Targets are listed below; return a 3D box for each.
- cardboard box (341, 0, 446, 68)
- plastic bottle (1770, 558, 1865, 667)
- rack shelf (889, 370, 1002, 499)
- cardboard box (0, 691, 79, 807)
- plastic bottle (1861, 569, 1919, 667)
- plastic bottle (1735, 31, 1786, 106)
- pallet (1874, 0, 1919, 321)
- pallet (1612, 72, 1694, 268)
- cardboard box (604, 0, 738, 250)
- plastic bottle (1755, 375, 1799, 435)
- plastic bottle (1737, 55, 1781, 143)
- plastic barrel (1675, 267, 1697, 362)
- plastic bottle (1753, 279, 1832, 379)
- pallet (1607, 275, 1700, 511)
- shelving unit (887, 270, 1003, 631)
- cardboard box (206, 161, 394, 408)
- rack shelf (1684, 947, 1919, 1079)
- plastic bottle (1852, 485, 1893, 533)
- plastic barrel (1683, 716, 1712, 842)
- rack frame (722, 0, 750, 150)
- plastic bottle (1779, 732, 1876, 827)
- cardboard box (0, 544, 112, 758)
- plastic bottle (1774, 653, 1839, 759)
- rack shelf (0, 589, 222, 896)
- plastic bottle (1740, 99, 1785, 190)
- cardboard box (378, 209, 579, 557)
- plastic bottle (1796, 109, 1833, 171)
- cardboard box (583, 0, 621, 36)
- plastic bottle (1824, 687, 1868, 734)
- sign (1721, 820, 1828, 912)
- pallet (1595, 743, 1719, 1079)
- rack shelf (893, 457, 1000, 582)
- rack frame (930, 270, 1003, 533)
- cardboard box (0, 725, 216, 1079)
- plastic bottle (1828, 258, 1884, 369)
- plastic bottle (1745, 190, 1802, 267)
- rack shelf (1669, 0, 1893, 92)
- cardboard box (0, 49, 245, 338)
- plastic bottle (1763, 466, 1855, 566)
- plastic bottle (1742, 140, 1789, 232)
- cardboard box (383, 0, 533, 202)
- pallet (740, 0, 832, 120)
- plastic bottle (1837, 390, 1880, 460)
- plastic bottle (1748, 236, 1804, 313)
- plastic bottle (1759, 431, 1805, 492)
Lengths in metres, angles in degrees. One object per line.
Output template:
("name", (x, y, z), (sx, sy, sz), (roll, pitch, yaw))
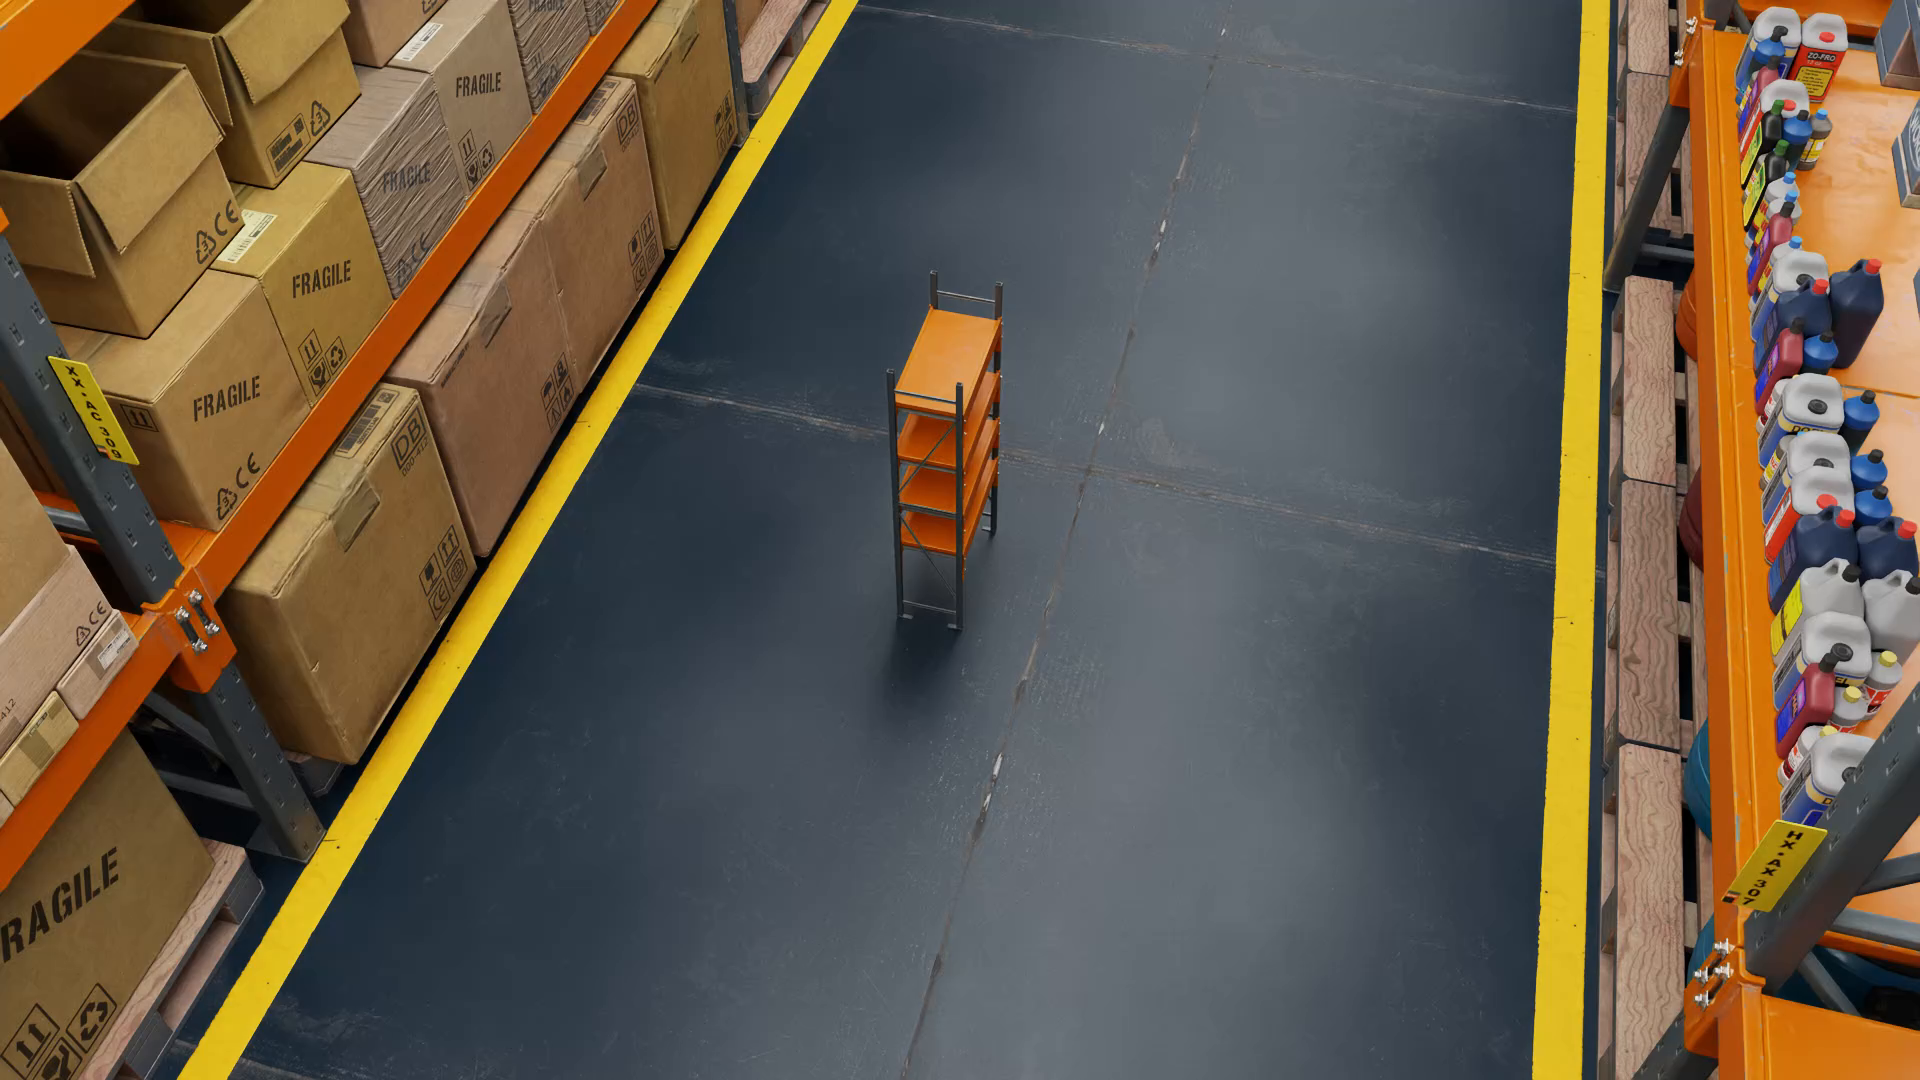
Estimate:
("cardboard box", (-2.055, -1.870, 5.164), (0.797, 0.503, 0.637), (13, 50, 11))
("plastic bottle", (2.149, 0.170, 4.132), (0.144, 0.351, 0.185), (12, 50, 10))
("rack shelf", (-0.044, -0.381, 5.577), (0.258, 0.148, 0.480), (12, 50, 10))
("cardboard box", (-2.388, 0.461, 4.010), (0.380, 0.149, 0.250), (12, 50, 11))
("plastic bottle", (2.288, 0.199, 4.107), (0.144, 0.351, 0.185), (12, 50, 10))
("plastic bottle", (2.793, -1.640, 5.782), (0.097, 0.271, 0.097), (0, 49, 0))
("pallet", (2.335, -0.633, 2.933), (1.213, 0.211, 1.003), (12, 50, 10))
("pallet", (3.517, -1.640, 7.557), (1.003, 0.211, 1.213), (12, 50, 10))
("cardboard box", (-1.705, -1.928, 7.088), (1.225, 0.875, 0.875), (9, 49, 8))
("plastic bottle", (2.344, -0.383, 4.720), (0.097, 0.201, 0.097), (0, 49, 0))
("plastic bottle", (2.719, -1.493, 5.645), (0.061, 0.283, 0.133), (12, 50, 10))
("plastic barrel", (3.163, -1.074, 6.364), (0.600, 0.830, 0.708), (12, 50, 10))
("plastic bottle", (2.439, -0.627, 4.835), (0.144, 0.351, 0.185), (12, 50, 10))
("pallet", (3.108, -0.509, 6.558), (1.003, 0.211, 1.213), (12, 50, 10))
("shelving unit", (-0.044, -0.277, 5.694), (0.258, 1.200, 0.503), (12, 50, 10))
("cardboard box", (-2.062, -0.774, 4.866), (0.500, 0.500, 0.500), (12, 50, 10))
("rack shelf", (1.696, 2.568, 2.463), (1.077, 0.370, 4.000), (12, 50, 10))
("plastic bottle", (2.369, -0.041, 4.371), (0.097, 0.271, 0.097), (0, 49, 0))
("plastic barrel", (2.569, 0.536, 4.895), (0.600, 0.901, 0.708), (12, 50, 10))
("rack frame", (-1.503, -2.987, 6.886), (1.000, 3.000, 0.127), (12, 50, 10))
("plastic bottle", (2.014, 0.575, 3.824), (0.152, 0.276, 0.135), (12, 50, 10))
("cardboard box", (-2.419, 0.228, 3.950), (0.500, 0.250, 0.500), (11, 49, 9))
("plastic bottle", (2.031, 0.397, 3.977), (0.061, 0.283, 0.133), (12, 50, 10))
("rack shelf", (-3.082, 1.591, 3.325), (1.077, 0.370, 4.000), (12, 50, 10))
("plastic bottle", (2.649, -1.300, 5.474), (0.061, 0.283, 0.133), (12, 50, 10))
("cardboard box", (-2.172, -0.643, 5.954), (1.225, 0.875, 0.875), (10, 49, 9))
("plastic bottle", (2.853, -1.349, 5.573), (0.097, 0.201, 0.097), (0, 49, 0))
("cardboard box", (-1.531, -2.255, 6.173), (0.500, 0.500, 0.500), (11, 50, 10))
("plastic bottle", (2.112, 0.426, 4.006), (0.097, 0.201, 0.097), (0, 49, 0))
("sign", (1.692, 0.682, 3.463), (0.100, 0.325, 0.005), (12, 50, 10))
("pallet", (2.466, 1.256, 5.001), (1.003, 0.211, 1.213), (12, 50, 10))
("rack shelf", (-0.044, -0.101, 5.894), (0.258, 0.148, 0.480), (12, 50, 10))
("rack frame", (0.021, -0.454, 5.850), (0.240, 1.200, 0.015), (12, 50, 10))
("cardboard box", (-2.807, 0.932, 4.564), (0.875, 0.875, 0.875), (12, 50, 10))
("plastic bottle", (2.621, -0.694, 4.895), (0.144, 0.351, 0.185), (12, 50, 10))
("plastic bottle", (2.549, -0.971, 5.192), (0.097, 0.271, 0.097), (0, 49, 0))
("rack shelf", (3.802, -3.219, 7.570), (1.077, 0.370, 4.000), (12, 50, 10))
("cardboard box", (-2.396, -0.923, 4.328), (0.797, 0.503, 0.637), (10, 49, 9))
("plastic bottle", (2.243, -0.054, 4.379), (0.152, 0.276, 0.135), (12, 50, 10))
("plastic bottle", (2.588, -1.133, 5.327), (0.061, 0.283, 0.133), (12, 50, 10))
("cardboard box", (-1.799, -1.511, 5.516), (0.500, 0.500, 0.500), (12, 50, 11))
("pallet", (-1.296, -2.630, 8.430), (1.003, 0.211, 1.213), (12, 50, 10))
("plastic bottle", (2.465, -0.306, 4.605), (0.097, 0.271, 0.097), (0, 49, 0))
("plastic bottle", (2.489, -0.804, 5.045), (0.097, 0.271, 0.097), (0, 49, 0))
("plastic bottle", (2.283, -0.216, 4.572), (0.097, 0.201, 0.097), (0, 49, 0))
